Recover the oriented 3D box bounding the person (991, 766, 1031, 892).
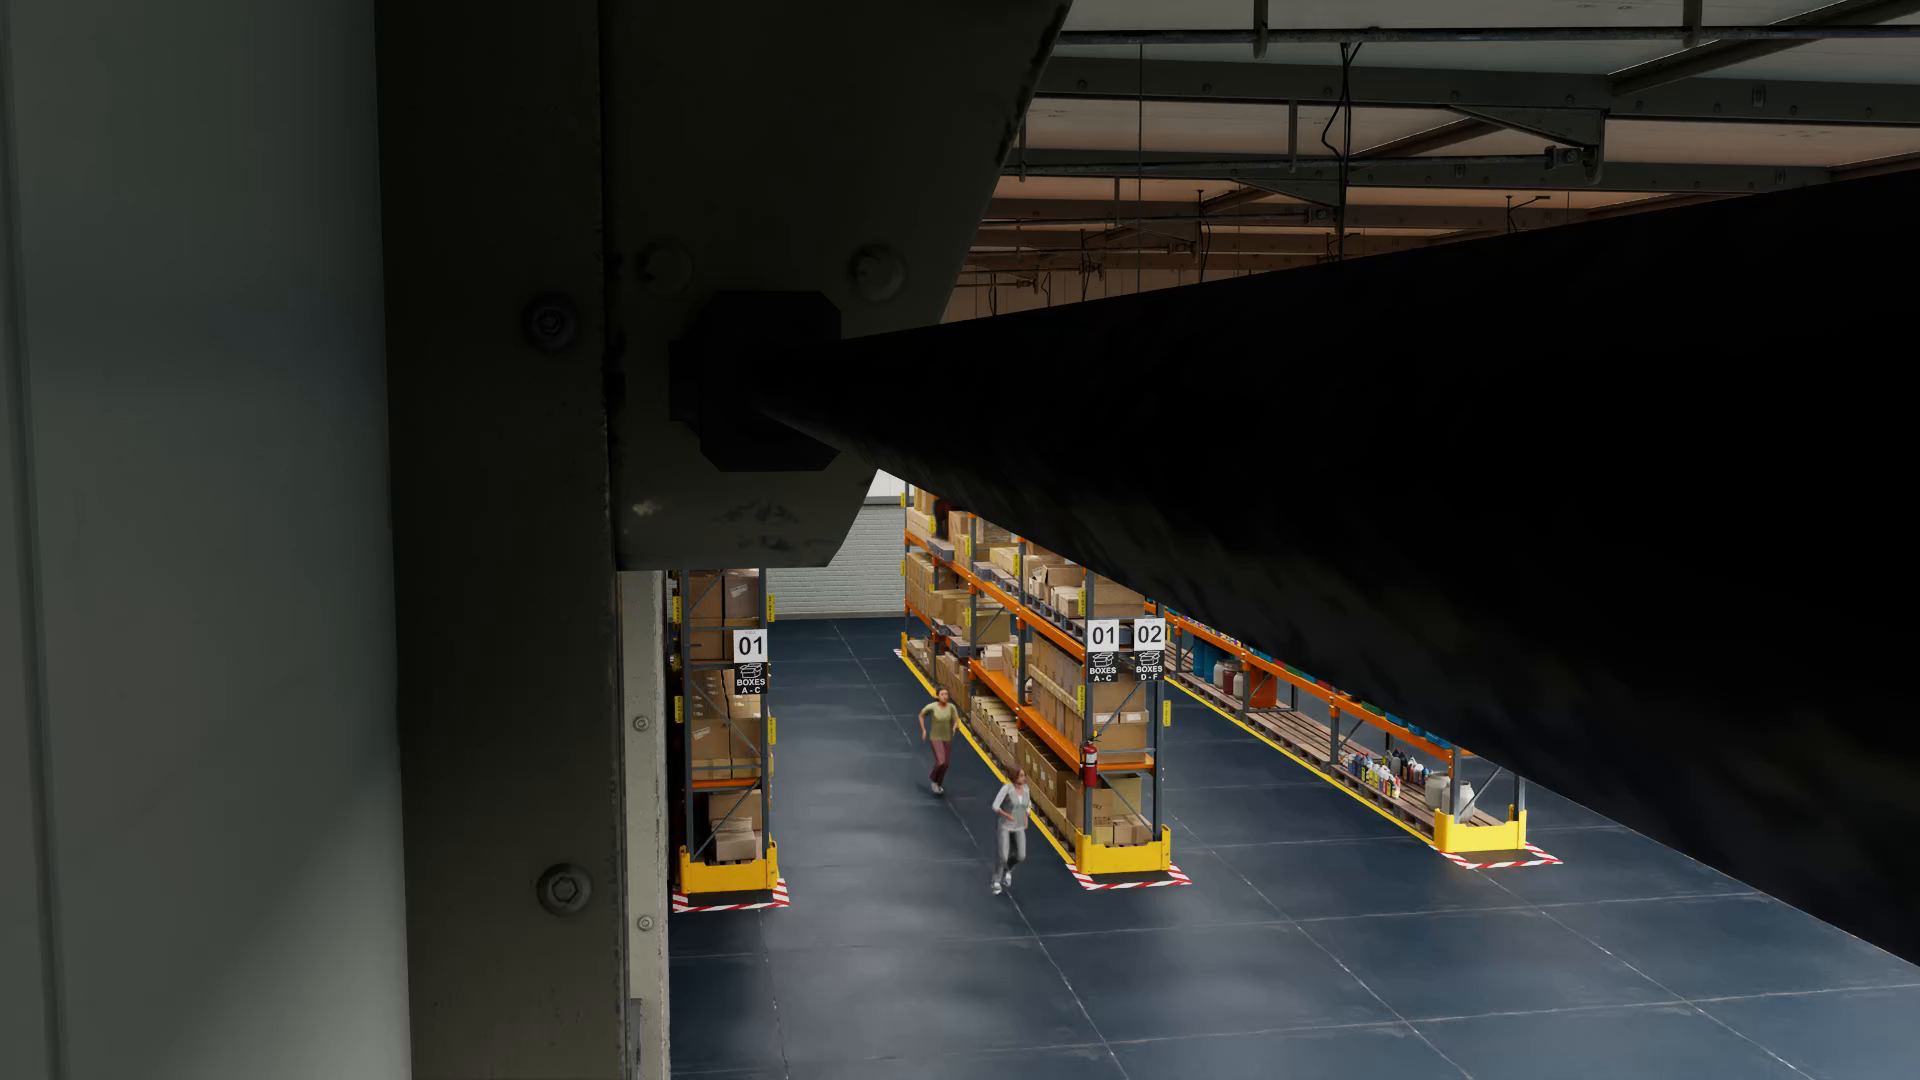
[{"bbox_3d":[0.668,3.492,20.076,0.542,1.534,0.497,-2,6,-19],"label":"person"}]

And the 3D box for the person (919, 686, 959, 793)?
[{"bbox_3d":[-0.277,2.958,24.571,0.551,1.626,0.688,-2,6,-22],"label":"person"}]
